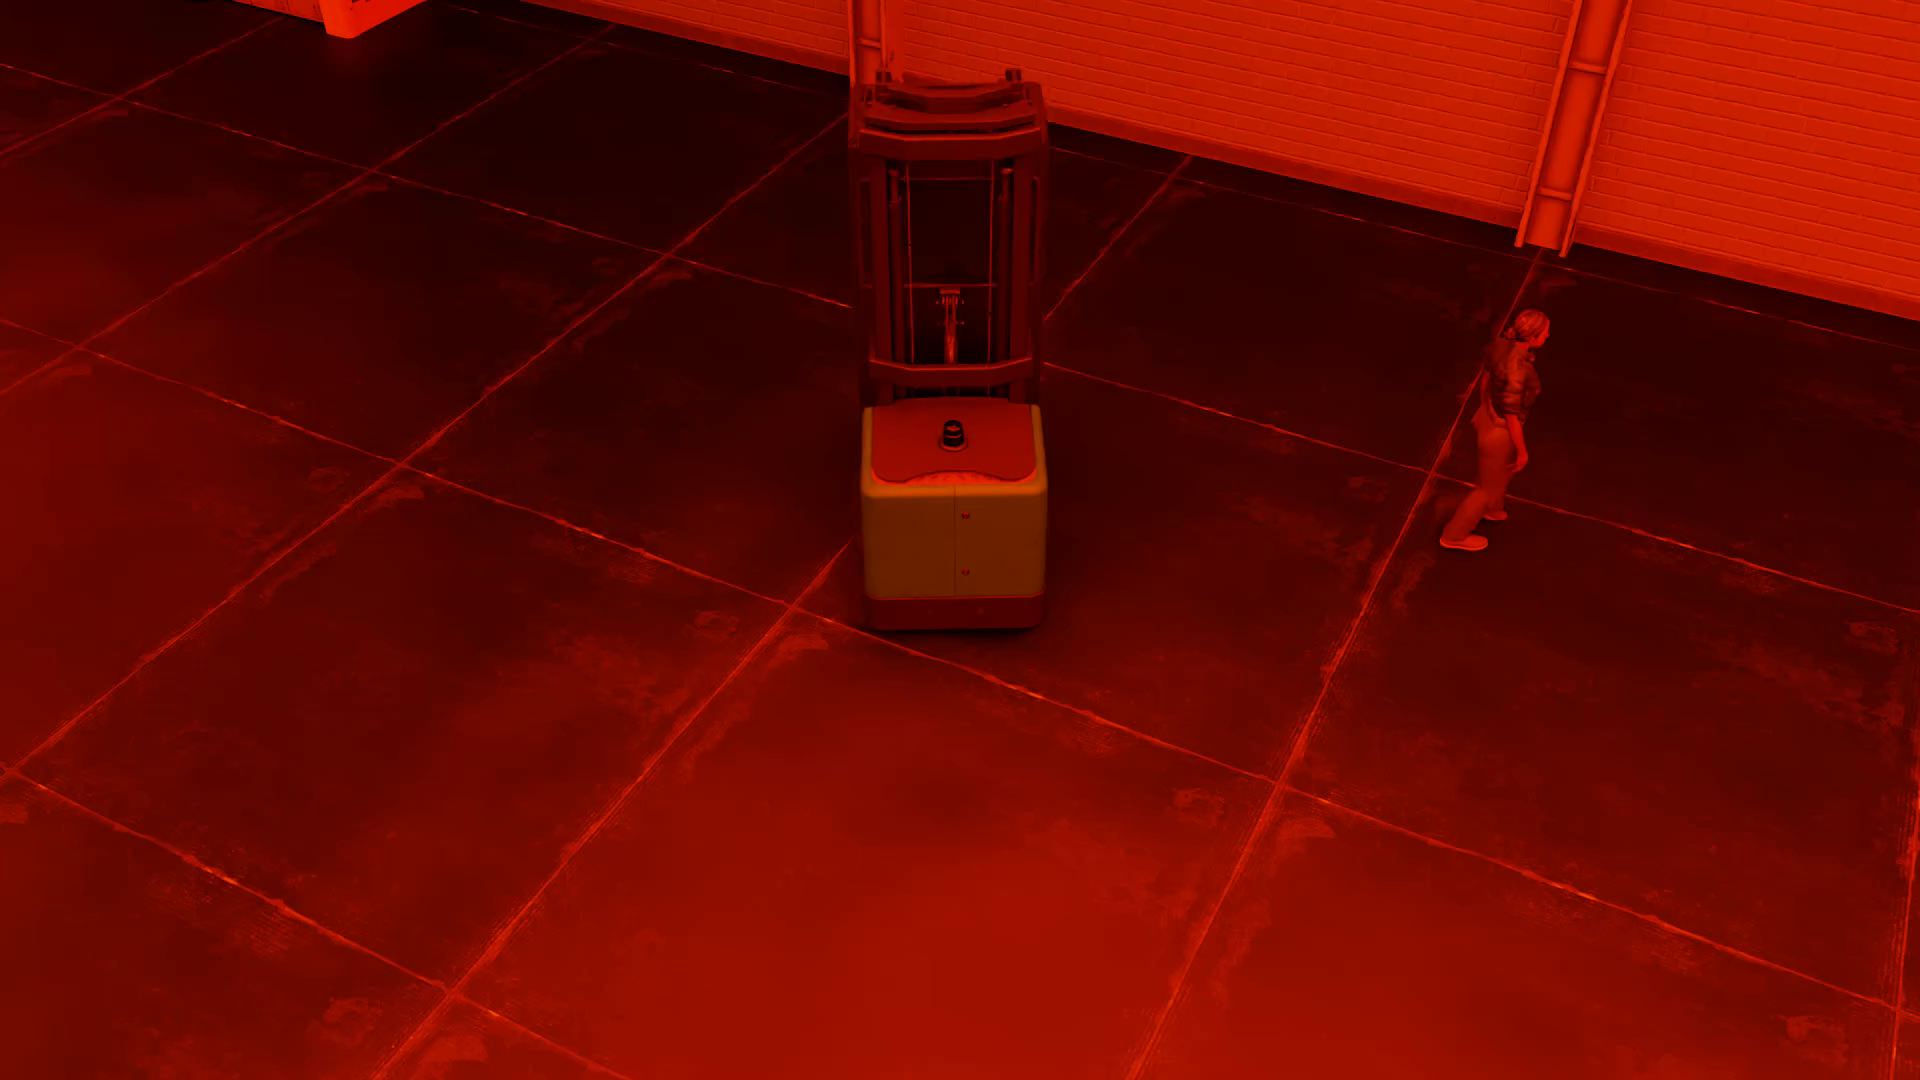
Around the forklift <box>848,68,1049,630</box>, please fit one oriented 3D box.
[{"bbox_3d":[-0.070,-1.530,9.803,1.130,2.935,3.031,-1,40,-1],"label":"forklift"}]

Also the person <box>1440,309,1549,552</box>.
[{"bbox_3d":[3.213,-0.619,9.789,0.529,1.689,0.563,1,40,1],"label":"person"}]
